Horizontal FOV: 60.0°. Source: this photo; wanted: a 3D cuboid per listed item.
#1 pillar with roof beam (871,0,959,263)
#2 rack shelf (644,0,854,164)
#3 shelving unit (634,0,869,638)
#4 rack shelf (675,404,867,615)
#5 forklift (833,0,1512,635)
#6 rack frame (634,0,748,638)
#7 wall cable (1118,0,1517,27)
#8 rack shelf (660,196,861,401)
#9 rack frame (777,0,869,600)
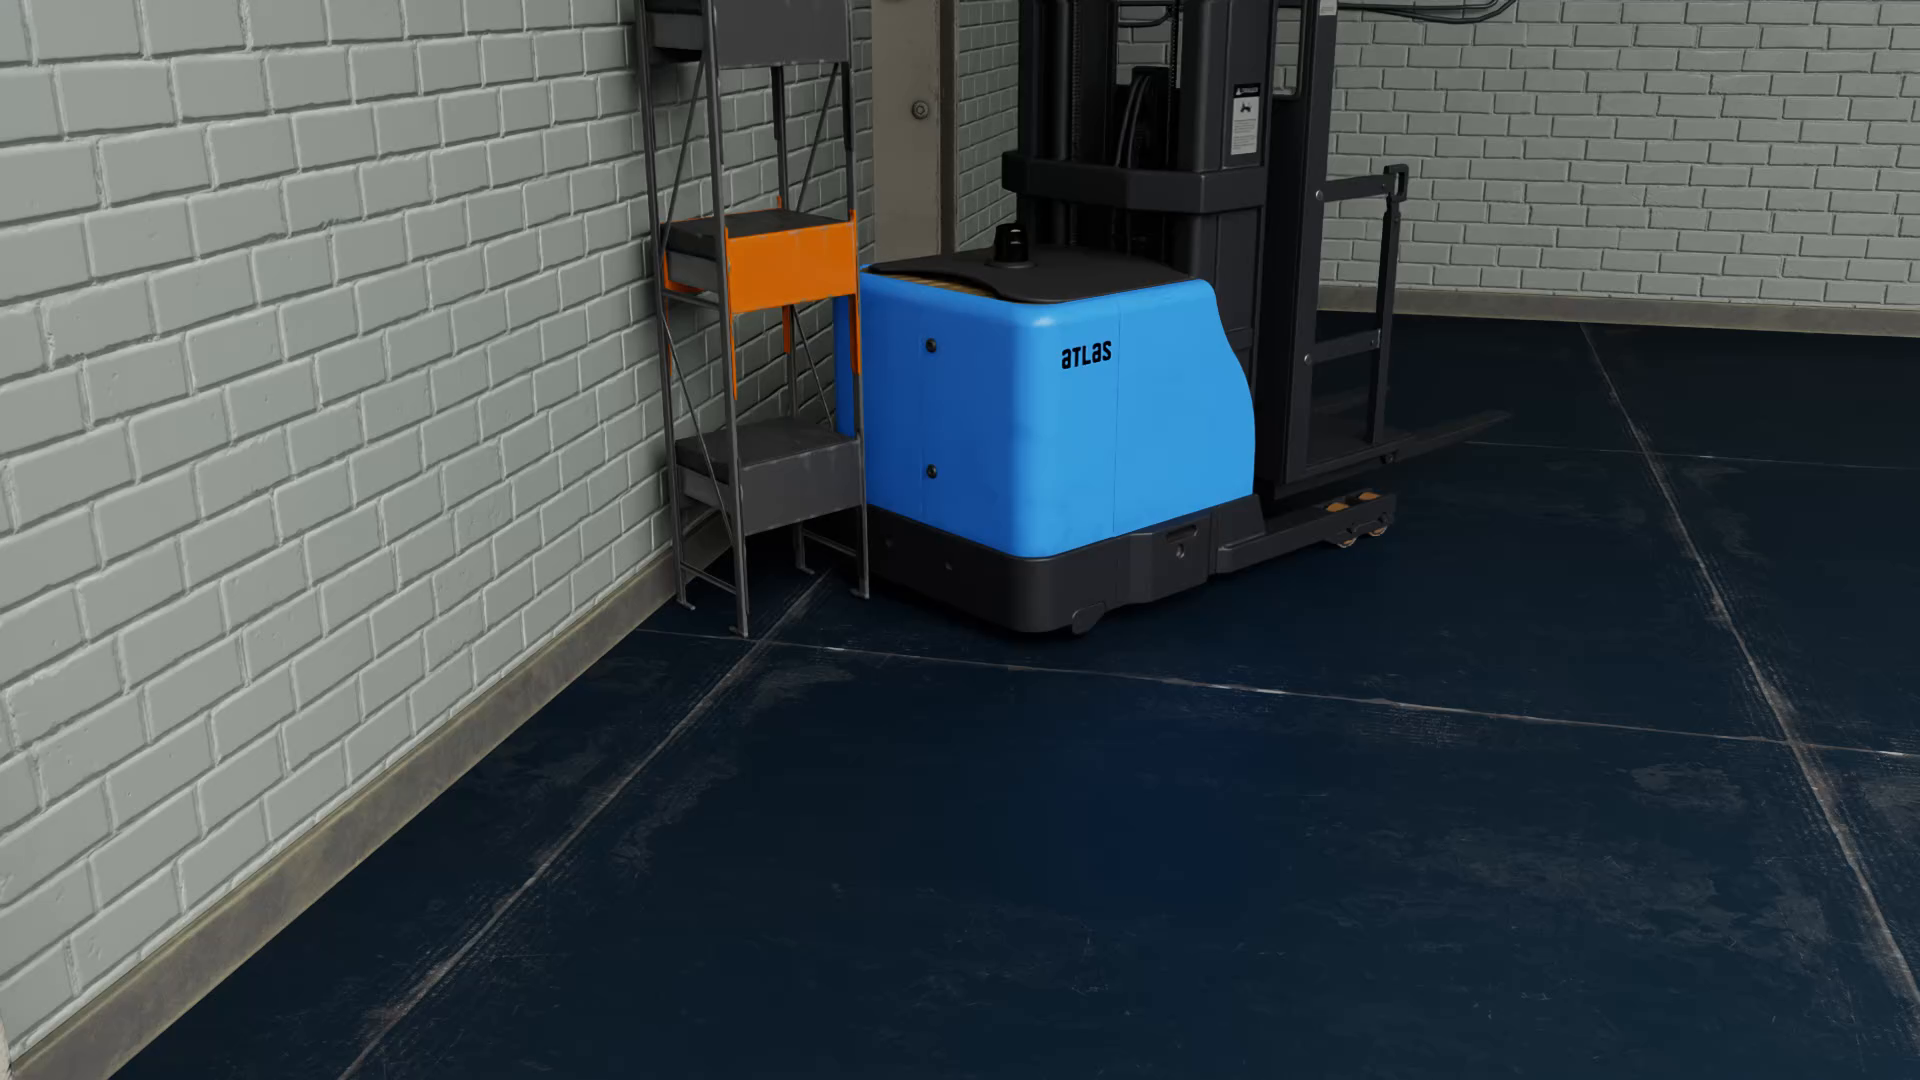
[{"bbox_3d":[3.973,-4.563,5.625,9.100,9.000,0.400,5,19,13],"label":"pillar with roof beam"},{"bbox_3d":[-0.640,-1.429,4.979,0.480,0.518,0.431,-17,26,-38],"label":"rack shelf"},{"bbox_3d":[-0.634,-0.783,5.212,0.503,2.100,0.431,-17,26,-38],"label":"shelving unit"},{"bbox_3d":[-0.628,-0.112,5.455,0.480,0.518,0.431,-17,26,-38],"label":"rack shelf"},{"bbox_3d":[0.999,-1.470,5.955,3.031,2.935,1.130,-16,25,-39],"label":"forklift"},{"bbox_3d":[-0.818,-0.727,5.063,0.015,2.100,0.400,-17,26,-38],"label":"rack frame"},{"bbox_3d":[1.800,-4.253,9.520,3.097,2.526,0.112,5,19,13],"label":"wall cable"},{"bbox_3d":[-0.634,-0.771,5.217,0.480,0.518,0.431,-17,26,-38],"label":"rack shelf"},{"bbox_3d":[-0.450,-0.839,5.362,0.015,2.100,0.400,-17,26,-38],"label":"rack frame"}]
